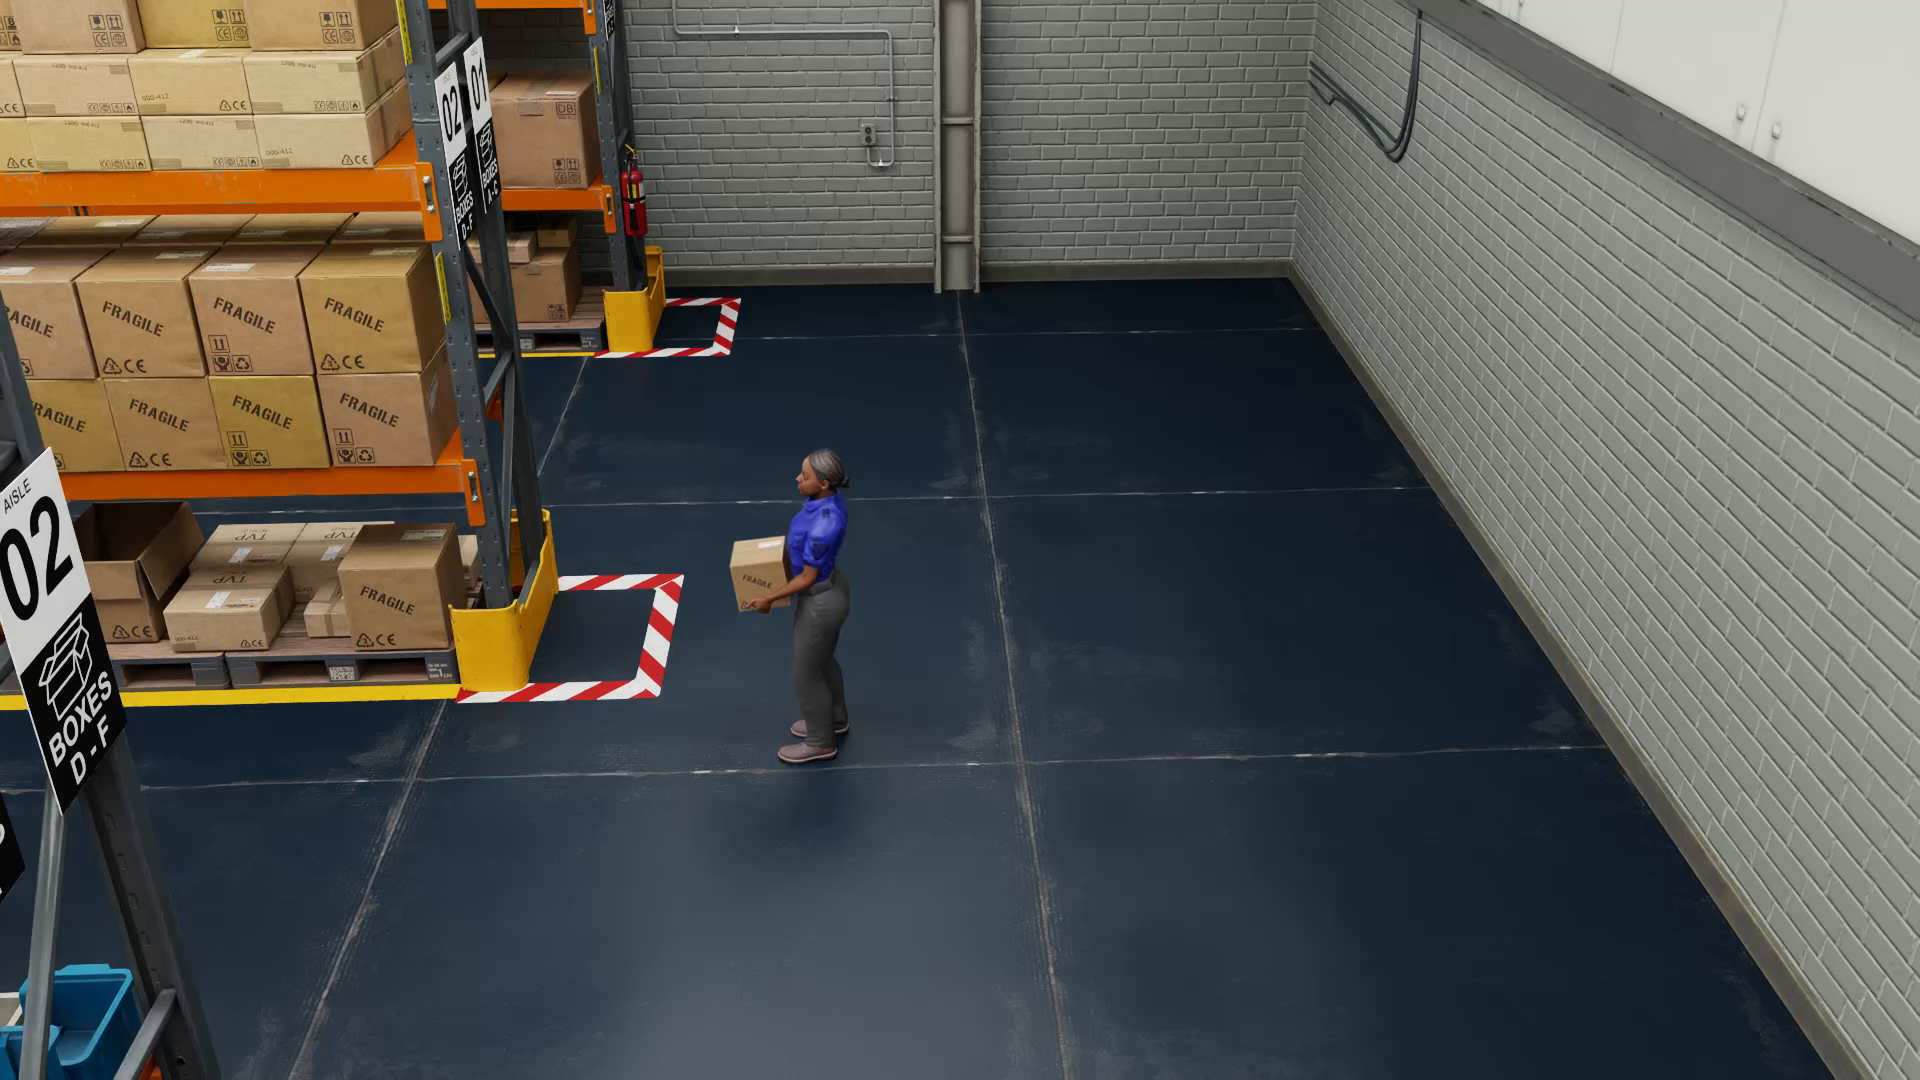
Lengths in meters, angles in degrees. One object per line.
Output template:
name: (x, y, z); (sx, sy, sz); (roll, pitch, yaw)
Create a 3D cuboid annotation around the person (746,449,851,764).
person: (-0.763, 0.311, 8.045); (0.512, 1.650, 0.451); (-1, 28, -2)
